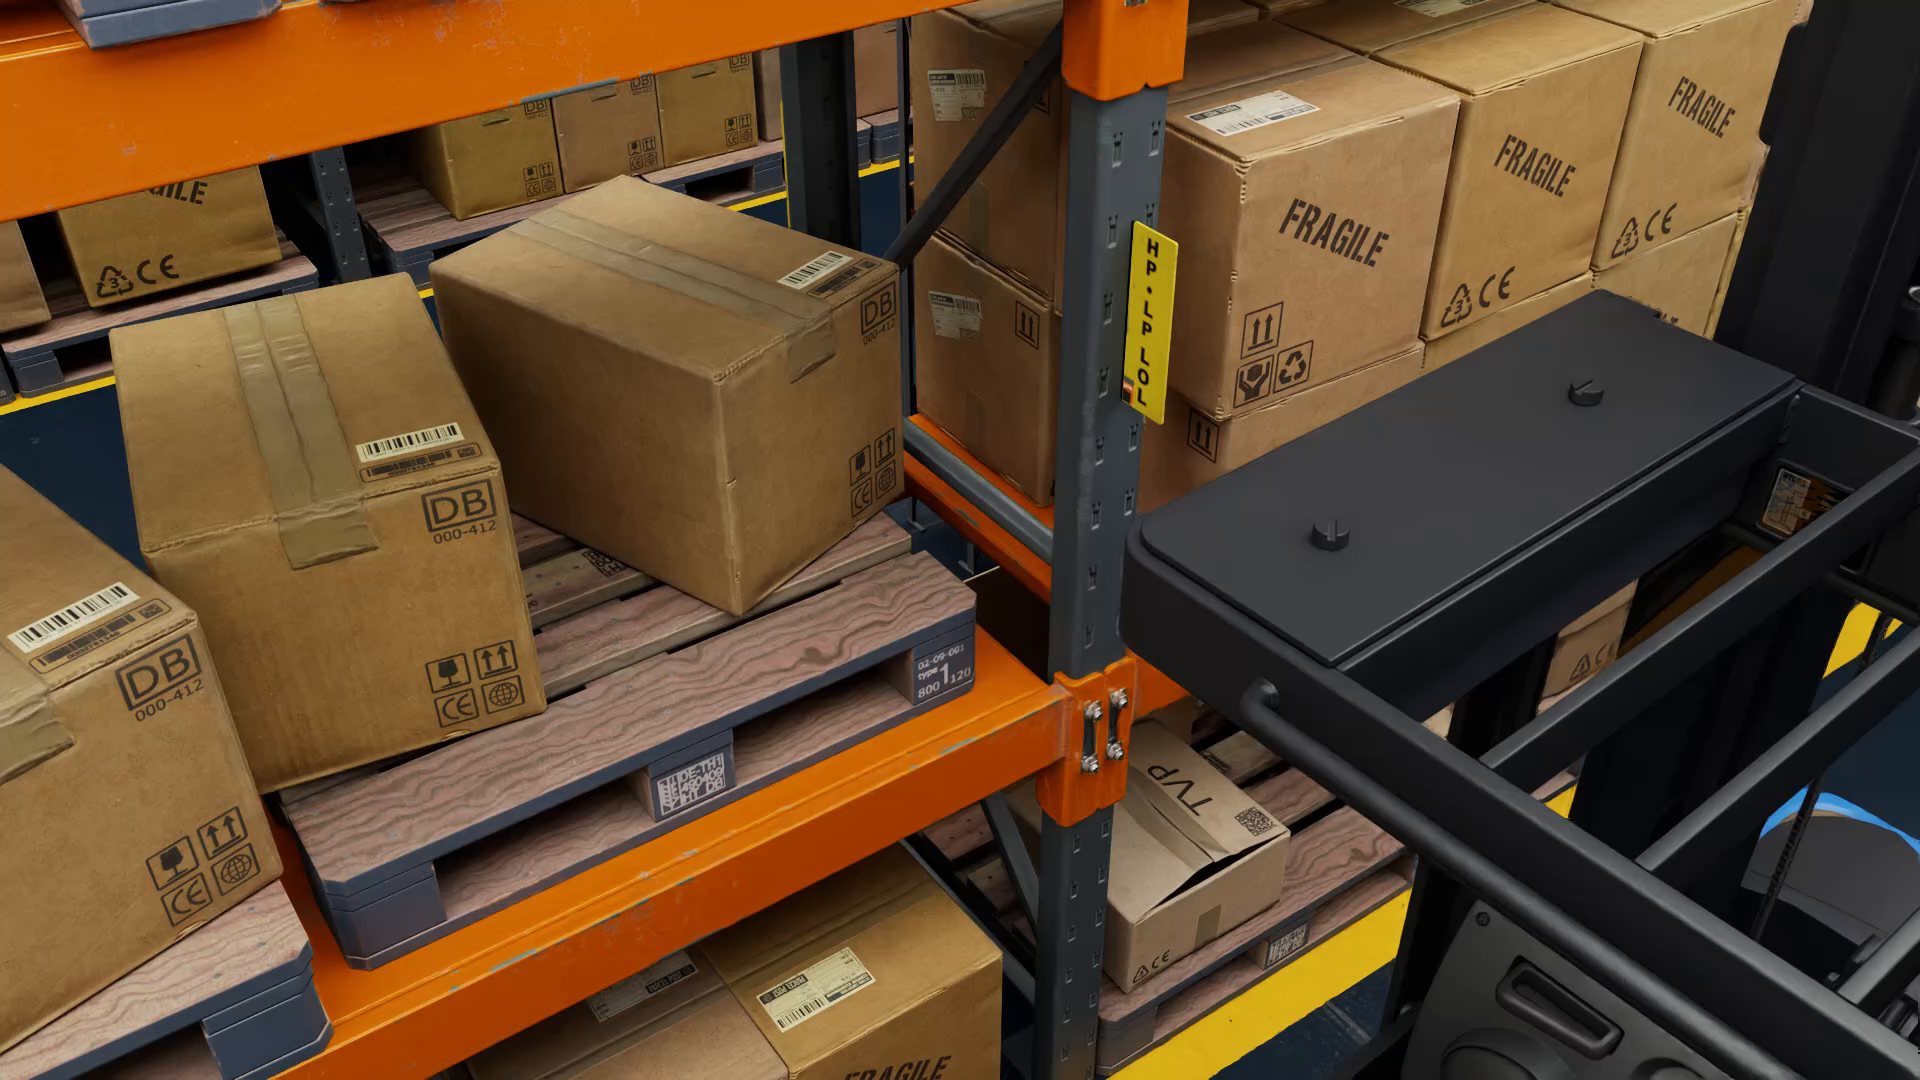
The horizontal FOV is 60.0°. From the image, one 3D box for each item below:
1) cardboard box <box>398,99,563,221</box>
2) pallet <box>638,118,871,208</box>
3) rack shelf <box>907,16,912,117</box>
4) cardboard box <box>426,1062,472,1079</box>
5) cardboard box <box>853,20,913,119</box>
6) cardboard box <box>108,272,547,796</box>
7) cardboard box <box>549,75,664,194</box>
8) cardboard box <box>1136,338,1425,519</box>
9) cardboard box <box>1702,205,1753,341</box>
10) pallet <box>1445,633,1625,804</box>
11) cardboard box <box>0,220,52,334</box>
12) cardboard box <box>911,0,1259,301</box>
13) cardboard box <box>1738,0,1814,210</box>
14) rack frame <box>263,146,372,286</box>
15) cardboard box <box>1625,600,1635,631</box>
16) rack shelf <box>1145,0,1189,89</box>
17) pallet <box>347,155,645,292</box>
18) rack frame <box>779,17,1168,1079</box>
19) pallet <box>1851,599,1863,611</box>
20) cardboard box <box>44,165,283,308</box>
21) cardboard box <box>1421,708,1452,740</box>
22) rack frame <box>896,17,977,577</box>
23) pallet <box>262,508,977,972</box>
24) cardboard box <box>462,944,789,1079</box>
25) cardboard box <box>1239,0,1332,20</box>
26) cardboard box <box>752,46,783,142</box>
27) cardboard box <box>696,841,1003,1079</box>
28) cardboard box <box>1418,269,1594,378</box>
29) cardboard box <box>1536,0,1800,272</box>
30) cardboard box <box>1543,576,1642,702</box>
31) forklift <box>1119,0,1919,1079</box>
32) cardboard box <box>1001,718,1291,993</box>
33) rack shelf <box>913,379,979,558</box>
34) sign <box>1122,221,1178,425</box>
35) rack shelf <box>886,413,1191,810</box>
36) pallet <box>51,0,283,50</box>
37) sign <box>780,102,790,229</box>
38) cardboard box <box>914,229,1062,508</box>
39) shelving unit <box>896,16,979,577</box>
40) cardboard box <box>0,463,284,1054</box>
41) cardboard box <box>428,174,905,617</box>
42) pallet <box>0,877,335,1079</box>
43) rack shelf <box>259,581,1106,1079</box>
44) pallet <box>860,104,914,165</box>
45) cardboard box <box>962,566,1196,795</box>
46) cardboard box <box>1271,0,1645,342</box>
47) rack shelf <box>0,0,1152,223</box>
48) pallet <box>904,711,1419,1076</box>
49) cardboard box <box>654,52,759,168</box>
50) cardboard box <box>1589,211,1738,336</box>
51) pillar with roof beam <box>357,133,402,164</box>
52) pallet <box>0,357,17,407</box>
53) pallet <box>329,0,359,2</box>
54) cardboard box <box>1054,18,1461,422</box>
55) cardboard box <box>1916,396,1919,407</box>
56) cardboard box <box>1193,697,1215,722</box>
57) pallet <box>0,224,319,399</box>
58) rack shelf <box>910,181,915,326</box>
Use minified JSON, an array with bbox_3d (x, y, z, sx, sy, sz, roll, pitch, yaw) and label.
[{"bbox_3d":[-2.206,-1.859,7.547,0.500,0.500,0.700,-22,41,-27],"label":"cardboard box"},{"bbox_3d":[-1.211,-2.000,8.350,1.213,0.211,1.003,-22,41,-28],"label":"pallet"},{"bbox_3d":[0.135,-1.465,4.814,0.480,0.518,0.431,-22,41,-28],"label":"rack shelf"},{"bbox_3d":[-1.077,1.332,3.093,0.500,0.500,0.500,-22,41,-27],"label":"cardboard box"},{"bbox_3d":[-0.530,-2.550,8.508,0.500,0.500,0.700,-22,41,-28],"label":"cardboard box"},{"bbox_3d":[-1.061,-0.035,2.784,0.500,0.500,0.700,-16,39,-21],"label":"cardboard box"},{"bbox_3d":[-1.793,-2.027,7.780,0.500,0.500,0.700,-23,42,-28],"label":"cardboard box"},{"bbox_3d":[0.554,-0.220,3.401,0.500,0.500,0.500,-21,41,-27],"label":"cardboard box"},{"bbox_3d":[1.796,-0.733,4.114,0.500,0.500,0.500,-23,42,-28],"label":"cardboard box"},{"bbox_3d":[1.541,0.351,5.081,1.213,0.211,1.003,-22,41,-28],"label":"pallet"},{"bbox_3d":[-4.057,-1.218,6.355,0.750,0.750,0.750,-21,41,-27],"label":"cardboard box"},{"bbox_3d":[0.245,-0.878,3.460,0.500,0.500,0.500,-22,41,-28],"label":"cardboard box"},{"bbox_3d":[1.791,-1.129,3.809,0.500,0.500,0.500,-21,41,-27],"label":"cardboard box"},{"bbox_3d":[-2.876,-2.501,6.658,0.127,3.000,1.000,-22,41,-28],"label":"rack frame"},{"bbox_3d":[2.154,0.060,5.076,0.500,0.250,0.500,-22,41,-28],"label":"cardboard box"},{"bbox_3d":[1.615,-1.736,3.642,4.000,0.370,1.077,-22,41,-28],"label":"rack shelf"},{"bbox_3d":[-2.210,-1.587,7.776,1.213,0.211,1.003,-22,41,-28],"label":"pallet"},{"bbox_3d":[-0.019,-0.138,3.373,0.127,3.000,1.000,-22,41,-28],"label":"rack frame"},{"bbox_3d":[2.537,-0.057,5.649,1.213,0.211,1.003,-22,41,-28],"label":"pallet"},{"bbox_3d":[-3.333,-1.518,6.773,0.750,0.750,0.750,-22,41,-27],"label":"cardboard box"},{"bbox_3d":[1.150,0.500,4.536,0.250,0.166,0.380,-22,41,-28],"label":"cardboard box"},{"bbox_3d":[-0.064,-0.826,5.100,0.015,2.100,0.400,-22,41,-28],"label":"rack frame"},{"bbox_3d":[-0.736,0.157,3.128,1.213,0.211,1.003,-22,41,-28],"label":"pallet"},{"bbox_3d":[-0.667,1.163,3.328,0.500,0.500,0.500,-22,41,-28],"label":"cardboard box"},{"bbox_3d":[0.662,-1.052,3.701,0.500,0.500,0.500,-23,42,-29],"label":"cardboard box"},{"bbox_3d":[-0.941,-2.381,8.273,0.500,0.500,0.700,-24,42,-29],"label":"cardboard box"},{"bbox_3d":[-0.258,1.001,3.553,0.500,0.500,0.500,-23,41,-28],"label":"cardboard box"},{"bbox_3d":[0.971,-0.394,3.643,0.500,0.500,0.500,-22,41,-27],"label":"cardboard box"},{"bbox_3d":[1.370,-0.955,3.567,0.500,0.500,0.500,-24,42,-29],"label":"cardboard box"},{"bbox_3d":[1.513,0.063,4.855,0.637,0.503,0.797,-22,41,-28],"label":"cardboard box"},{"bbox_3d":[0.827,0.903,1.984,3.031,2.935,1.130,-25,43,-31],"label":"forklift"},{"bbox_3d":[0.448,0.737,4.082,0.500,0.311,0.500,-22,41,-28],"label":"cardboard box"},{"bbox_3d":[0.135,-0.329,5.631,0.480,0.518,0.431,-22,41,-28],"label":"rack shelf"},{"bbox_3d":[0.303,-0.344,2.668,0.005,0.325,0.100,-22,41,-28],"label":"sign"},{"bbox_3d":[1.615,-0.519,4.518,4.000,0.370,1.077,-22,41,-28],"label":"rack shelf"},{"bbox_3d":[-1.439,-0.743,1.806,1.003,0.211,1.213,-22,41,-28],"label":"pallet"},{"bbox_3d":[-0.338,-0.746,3.476,0.005,0.325,0.100,-22,41,-28],"label":"sign"},{"bbox_3d":[0.241,-0.469,3.748,0.500,0.500,0.500,-22,41,-27],"label":"cardboard box"},{"bbox_3d":[0.135,-0.908,5.214,0.503,2.100,0.431,-22,41,-28],"label":"shelving unit"},{"bbox_3d":[-1.428,0.275,2.354,0.700,0.500,0.500,26,43,32],"label":"cardboard box"},{"bbox_3d":[-0.536,-0.296,3.148,0.700,0.500,0.500,22,41,28],"label":"cardboard box"},{"bbox_3d":[-1.702,0.629,2.471,1.213,0.211,1.003,-22,41,-28],"label":"pallet"},{"bbox_3d":[-1.654,0.827,2.647,4.000,0.370,1.077,-22,41,-28],"label":"rack shelf"},{"bbox_3d":[-0.215,-2.408,8.917,1.213,0.211,1.003,-22,41,-28],"label":"pallet"},{"bbox_3d":[0.283,0.371,4.429,0.500,0.500,0.500,-22,41,-28],"label":"cardboard box"},{"bbox_3d":[0.949,-0.782,3.327,0.500,0.500,0.500,-24,42,-29],"label":"cardboard box"},{"bbox_3d":[-1.654,-0.391,1.772,4.000,0.370,1.077,-22,41,-28],"label":"rack shelf"},{"bbox_3d":[0.542,0.764,4.508,1.213,0.211,1.003,-22,41,-28],"label":"pallet"},{"bbox_3d":[-1.373,-2.198,8.019,0.500,0.500,0.700,-21,41,-27],"label":"cardboard box"},{"bbox_3d":[1.381,-0.561,3.875,0.500,0.500,0.500,-23,41,-28],"label":"cardboard box"},{"bbox_3d":[-0.322,-3.530,2.951,0.400,9.000,9.100,-22,41,-28],"label":"pillar with roof beam"},{"bbox_3d":[-4.462,-0.661,6.488,1.213,0.211,1.003,-22,41,-28],"label":"pallet"},{"bbox_3d":[-0.593,-1.094,2.293,1.003,0.211,1.213,-22,41,-28],"label":"pallet"},{"bbox_3d":[0.528,-0.609,3.085,0.500,0.500,0.500,-21,41,-27],"label":"cardboard box"},{"bbox_3d":[2.948,-0.347,5.427,0.500,0.500,0.500,-22,41,-28],"label":"cardboard box"},{"bbox_3d":[0.555,0.359,4.747,0.250,0.149,0.380,-22,41,-28],"label":"cardboard box"},{"bbox_3d":[-3.464,-1.073,7.062,1.213,0.211,1.003,-22,41,-28],"label":"pallet"},{"bbox_3d":[0.135,-0.897,5.222,0.480,0.518,0.431,-22,41,-28],"label":"rack shelf"}]
